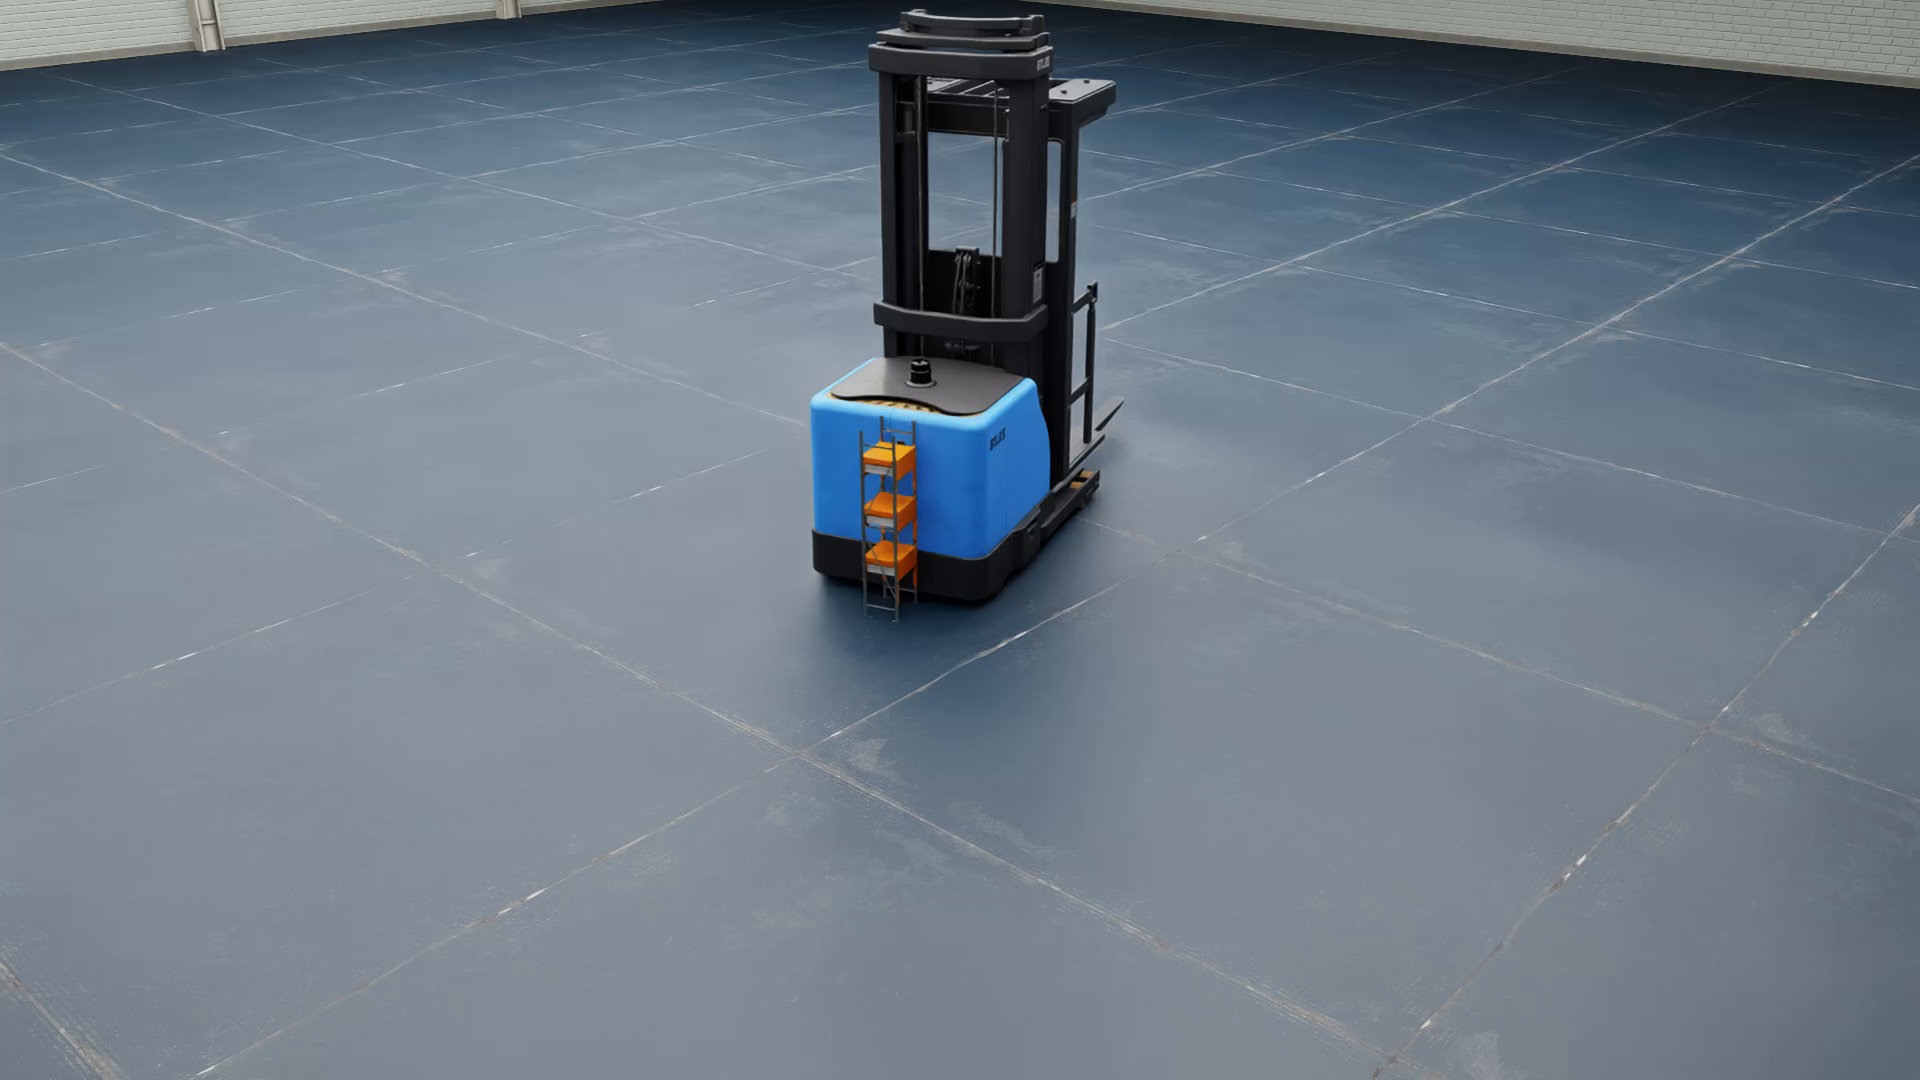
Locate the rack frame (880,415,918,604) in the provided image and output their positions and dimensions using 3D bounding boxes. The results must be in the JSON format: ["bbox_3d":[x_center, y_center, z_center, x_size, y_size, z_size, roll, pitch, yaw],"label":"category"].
[{"bbox_3d":[-0.323,-0.150,8.800,0.200,1.050,0.008,10,26,21],"label":"rack frame"}]

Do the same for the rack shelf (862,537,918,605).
[{"bbox_3d":[-0.370,0.160,8.816,0.215,0.259,0.240,10,26,21],"label":"rack shelf"}]

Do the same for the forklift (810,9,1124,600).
[{"bbox_3d":[0.224,-1.590,9.713,1.130,2.935,3.031,10,26,21],"label":"forklift"}]

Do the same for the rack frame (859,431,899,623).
[{"bbox_3d":[-0.417,-0.058,8.595,0.200,1.050,0.008,10,26,21],"label":"rack frame"}]

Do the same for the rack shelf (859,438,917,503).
[{"bbox_3d":[-0.370,-0.353,8.586,0.215,0.259,0.240,10,26,21],"label":"rack shelf"}]

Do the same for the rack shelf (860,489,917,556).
[{"bbox_3d":[-0.370,-0.094,8.702,0.215,0.259,0.240,10,26,21],"label":"rack shelf"}]

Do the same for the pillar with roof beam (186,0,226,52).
[{"bbox_3d":[-9.639,-11.333,24.028,9.100,9.000,0.400,20,31,38],"label":"pillar with roof beam"}]

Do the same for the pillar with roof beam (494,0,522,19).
[{"bbox_3d":[-5.634,-13.161,28.105,9.100,9.000,0.400,20,31,38],"label":"pillar with roof beam"}]

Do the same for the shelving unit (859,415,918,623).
[{"bbox_3d":[-0.370,-0.104,8.698,0.215,1.050,0.252,10,26,21],"label":"shelving unit"}]
